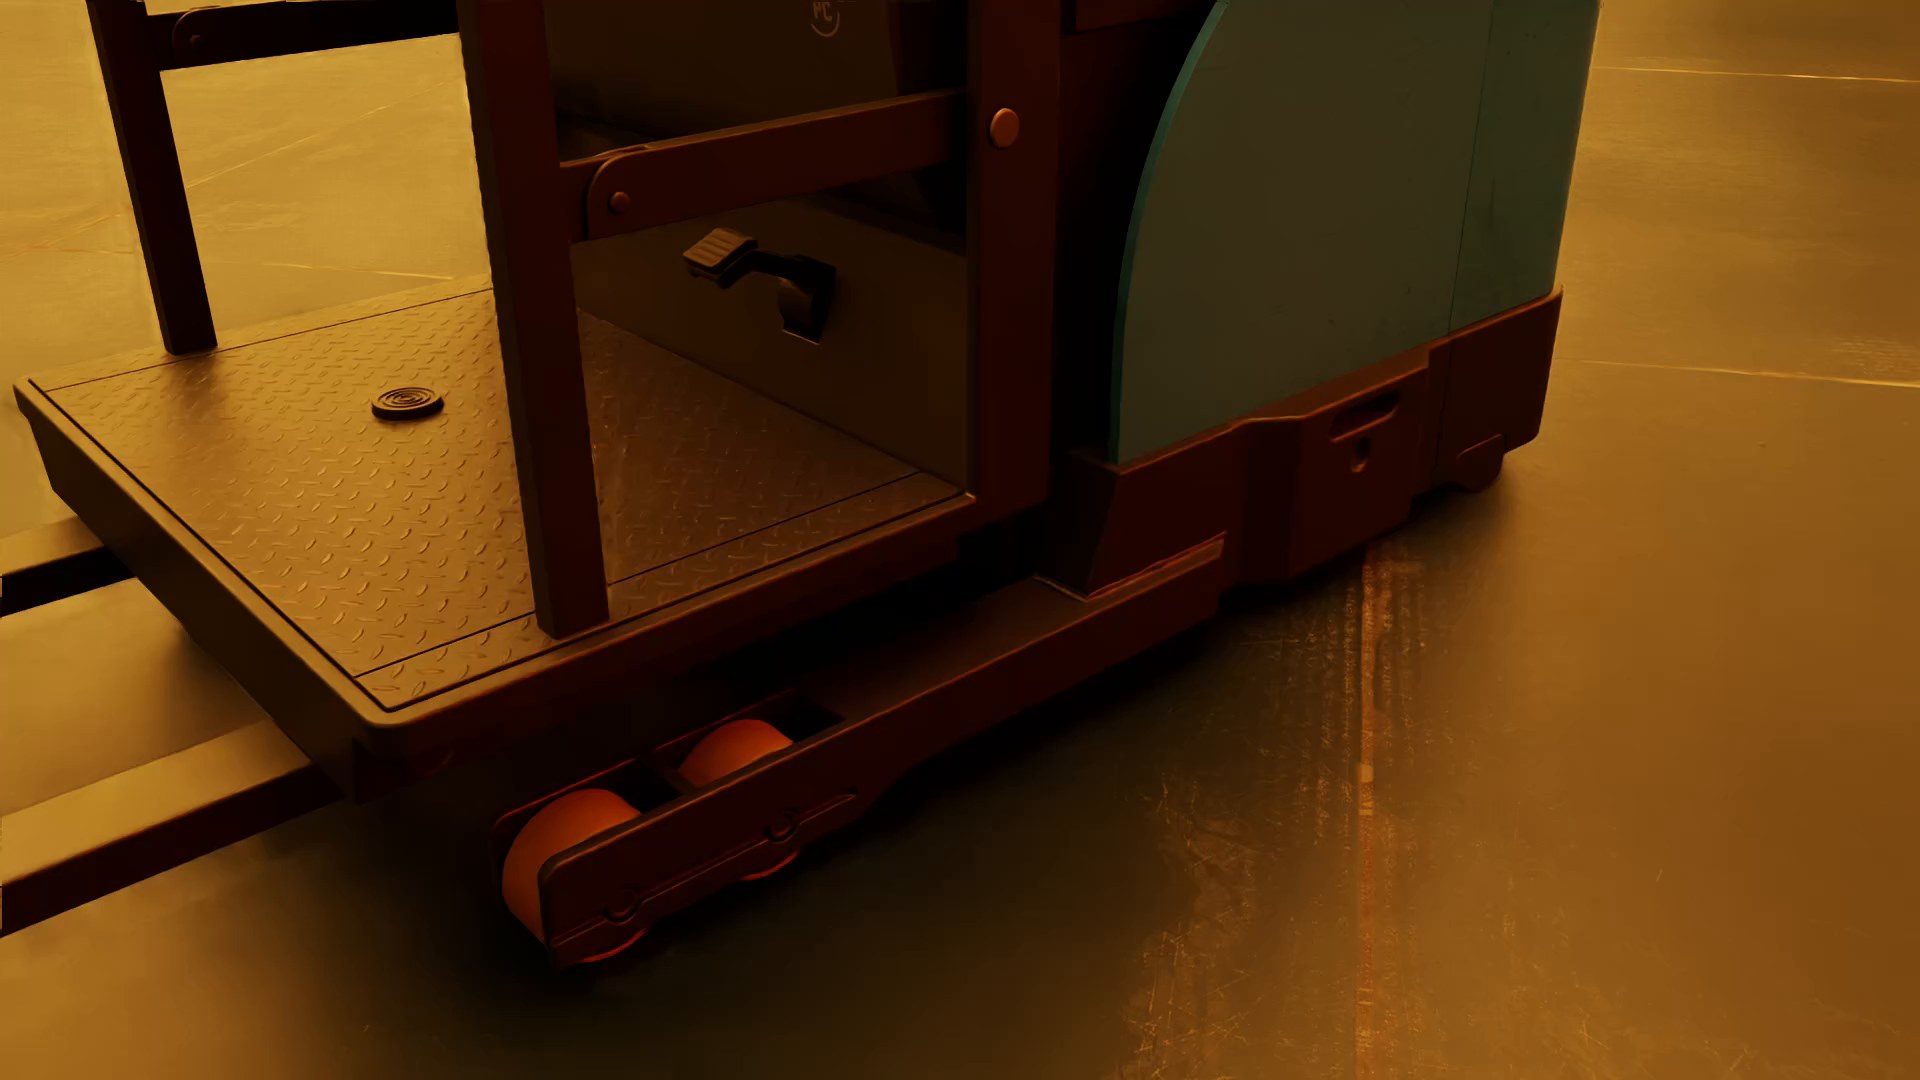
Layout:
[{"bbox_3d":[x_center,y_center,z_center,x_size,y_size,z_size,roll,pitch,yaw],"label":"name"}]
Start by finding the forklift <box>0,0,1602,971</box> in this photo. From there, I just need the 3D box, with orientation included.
[{"bbox_3d":[-0.491,-1.154,1.534,3.031,2.935,1.130,-22,34,-37],"label":"forklift"}]
